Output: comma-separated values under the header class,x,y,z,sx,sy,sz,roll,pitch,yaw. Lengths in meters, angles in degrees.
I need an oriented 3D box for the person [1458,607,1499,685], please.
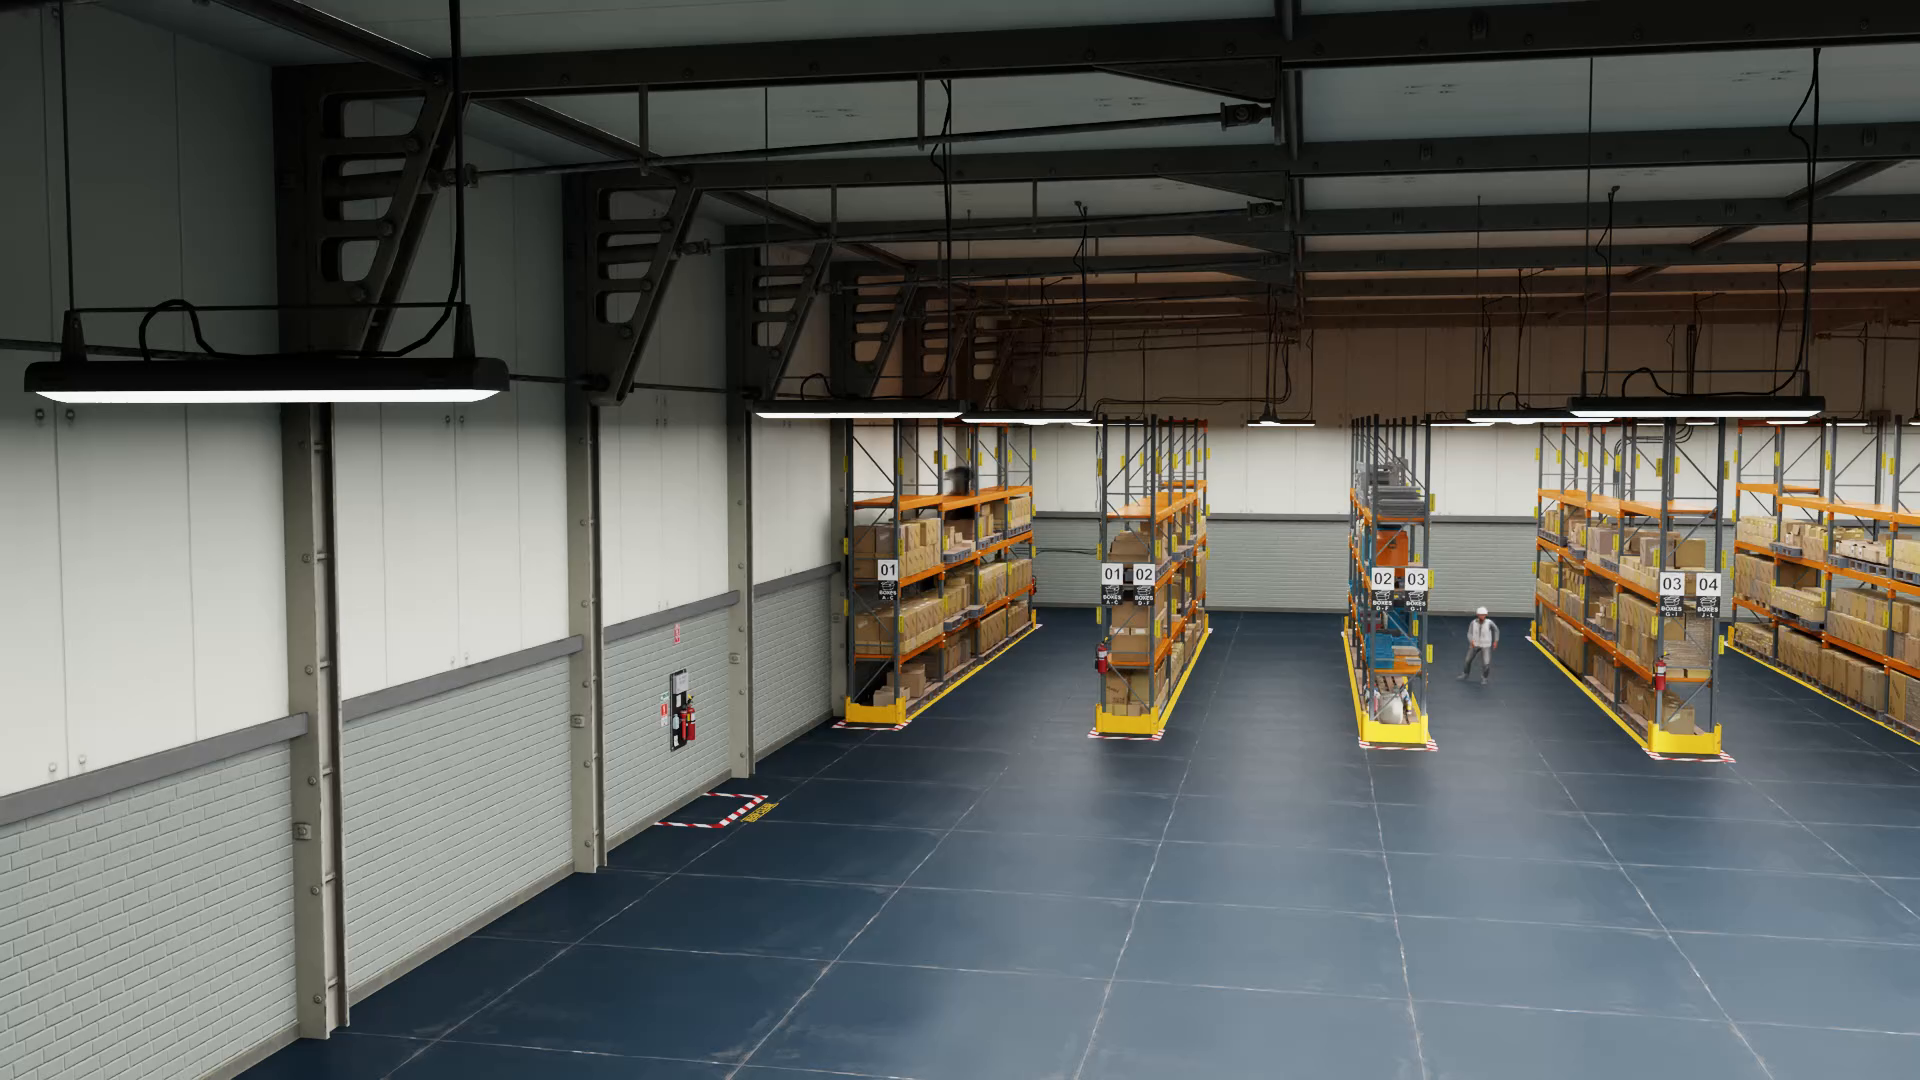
class,x,y,z,sx,sy,sz,roll,pitch,yaw
person,11.672,2.367,37.468,0.857,1.742,0.575,2,4,29
